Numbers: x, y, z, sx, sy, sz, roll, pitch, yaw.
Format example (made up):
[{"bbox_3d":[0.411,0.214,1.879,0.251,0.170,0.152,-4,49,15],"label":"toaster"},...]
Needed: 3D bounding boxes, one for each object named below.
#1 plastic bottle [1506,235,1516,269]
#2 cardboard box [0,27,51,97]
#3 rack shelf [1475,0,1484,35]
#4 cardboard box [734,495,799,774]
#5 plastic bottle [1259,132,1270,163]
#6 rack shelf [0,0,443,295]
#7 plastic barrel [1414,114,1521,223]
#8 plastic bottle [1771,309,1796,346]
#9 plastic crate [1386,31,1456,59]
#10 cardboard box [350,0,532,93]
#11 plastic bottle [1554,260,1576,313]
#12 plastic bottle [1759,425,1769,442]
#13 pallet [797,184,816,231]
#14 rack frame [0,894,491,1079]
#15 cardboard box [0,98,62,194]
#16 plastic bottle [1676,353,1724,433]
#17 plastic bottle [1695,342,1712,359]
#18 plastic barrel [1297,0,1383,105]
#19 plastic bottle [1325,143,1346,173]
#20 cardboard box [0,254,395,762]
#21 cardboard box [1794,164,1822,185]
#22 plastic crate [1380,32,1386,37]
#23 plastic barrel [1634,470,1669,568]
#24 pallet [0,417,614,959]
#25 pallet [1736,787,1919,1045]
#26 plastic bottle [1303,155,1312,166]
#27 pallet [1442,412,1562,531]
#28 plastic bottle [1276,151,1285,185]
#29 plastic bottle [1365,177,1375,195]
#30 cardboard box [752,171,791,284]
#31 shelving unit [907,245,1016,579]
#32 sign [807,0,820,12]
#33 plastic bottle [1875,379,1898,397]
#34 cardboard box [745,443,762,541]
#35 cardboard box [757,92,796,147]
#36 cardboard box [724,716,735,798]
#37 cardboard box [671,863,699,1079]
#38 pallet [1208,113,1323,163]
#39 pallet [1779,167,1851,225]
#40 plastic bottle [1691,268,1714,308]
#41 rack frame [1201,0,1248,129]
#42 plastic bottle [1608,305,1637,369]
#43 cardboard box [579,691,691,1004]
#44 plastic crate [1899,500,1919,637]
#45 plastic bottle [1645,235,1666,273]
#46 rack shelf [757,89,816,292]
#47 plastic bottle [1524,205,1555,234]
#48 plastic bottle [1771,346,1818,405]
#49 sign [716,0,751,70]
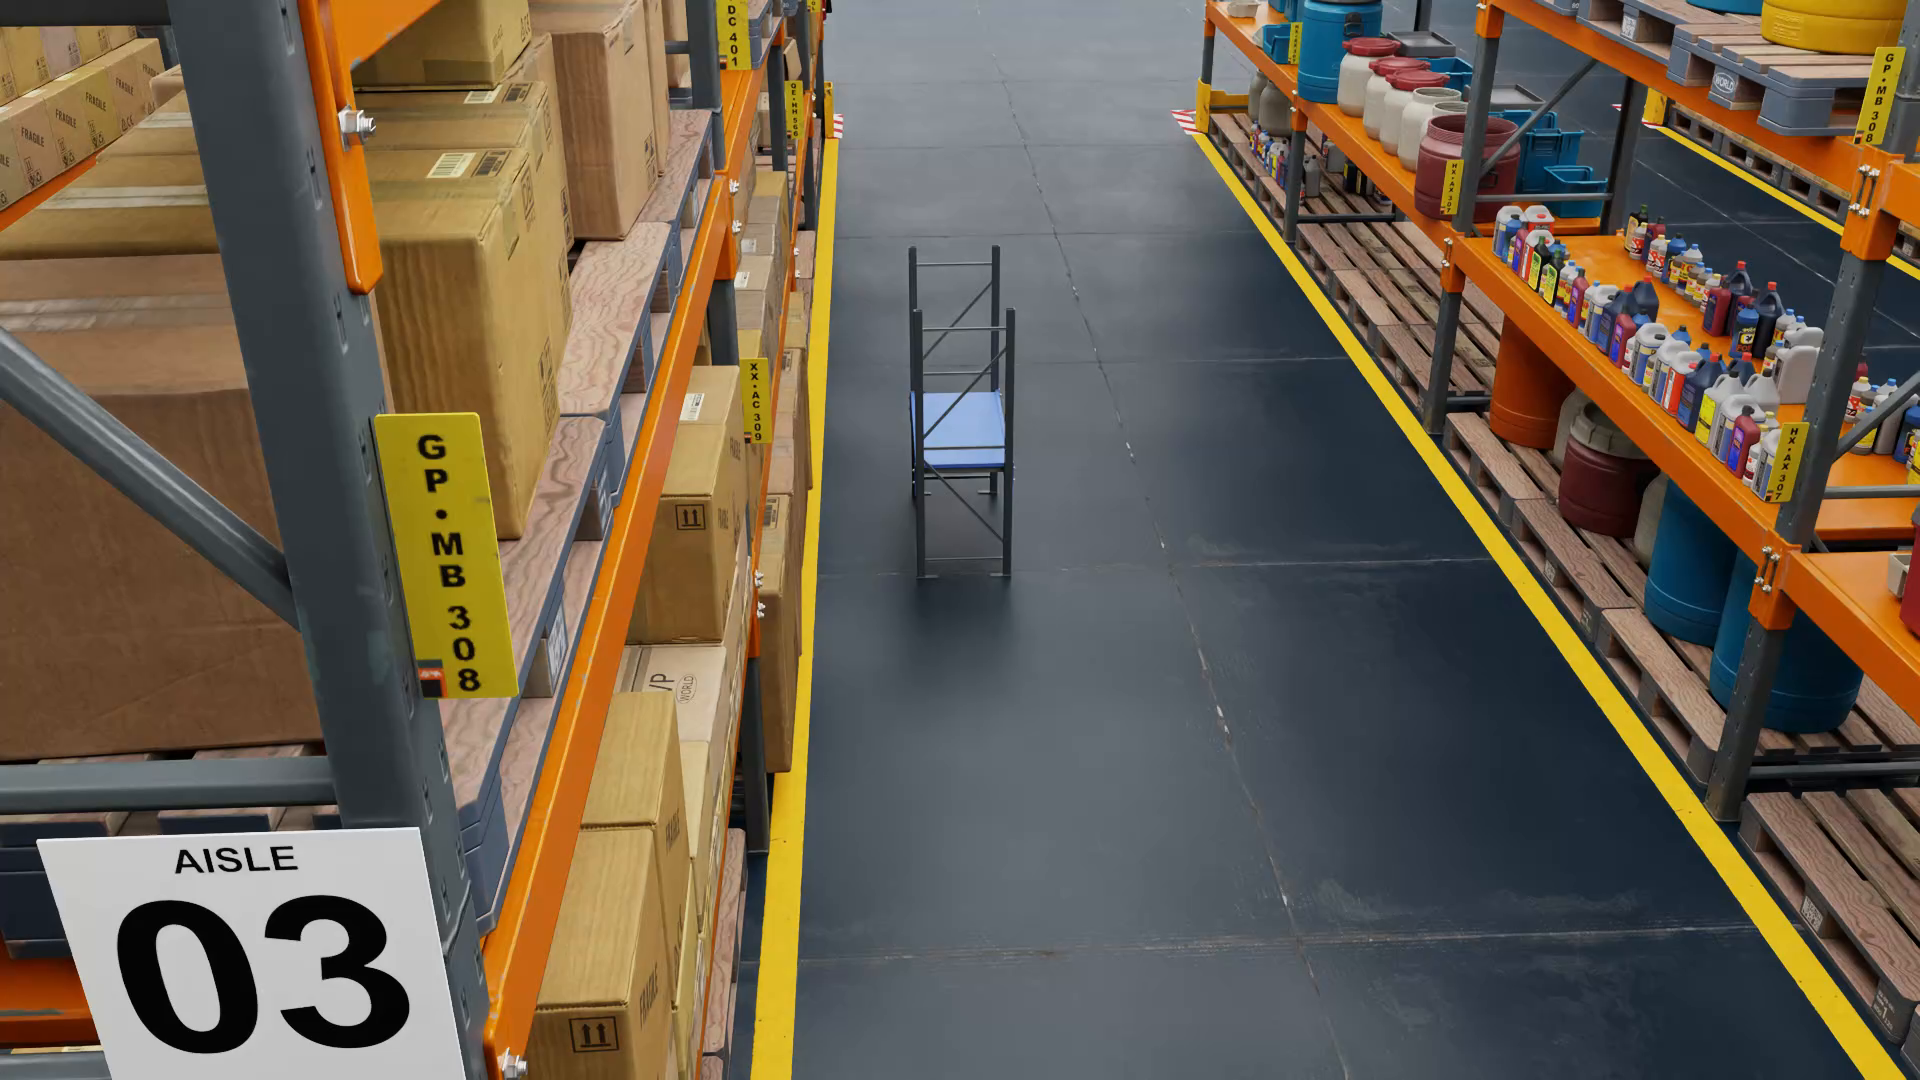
[{"bbox_3d":[3.139,-1.634,9.353,0.097,0.201,0.097,0,28,0],"label":"plastic bottle"},{"bbox_3d":[-6.546,-3.237,11.024,0.700,0.500,0.500,-2,28,-3],"label":"cardboard box"},{"bbox_3d":[3.351,-3.963,11.139,1.077,0.370,4.000,-1,28,-3],"label":"rack shelf"},{"bbox_3d":[-1.335,0.399,7.085,1.225,0.875,0.875,-1,28,-2],"label":"cardboard box"},{"bbox_3d":[2.844,-3.659,15.496,0.097,0.271,0.097,0,28,0],"label":"plastic bottle"},{"bbox_3d":[-1.177,-1.302,3.225,1.077,0.370,4.000,-1,28,-3],"label":"rack shelf"},{"bbox_3d":[3.129,-2.296,10.261,0.600,0.536,0.708,-1,28,-3],"label":"plastic barrel"},{"bbox_3d":[3.977,-0.981,8.026,0.097,0.271,0.097,0,28,0],"label":"plastic bottle"},{"bbox_3d":[3.578,-3.688,13.008,0.402,0.464,0.583,-1,28,-3],"label":"plastic crate"},{"bbox_3d":[-1.168,-1.085,3.361,0.500,0.250,0.500,-2,28,-4],"label":"cardboard box"},{"bbox_3d":[3.177,-1.328,8.691,0.097,0.271,0.097,0,28,0],"label":"plastic bottle"},{"bbox_3d":[3.341,-0.383,6.956,0.097,0.201,0.097,0,28,0],"label":"plastic bottle"},{"bbox_3d":[-1.770,-2.829,14.446,1.003,0.211,1.213,-1,28,-3],"label":"pallet"},{"bbox_3d":[-1.073,1.786,2.583,1.000,3.000,0.127,-1,28,-3],"label":"rack frame"},{"bbox_3d":[-6.258,-2.562,10.810,0.500,0.500,0.500,-1,28,-3],"label":"cardboard box"},{"bbox_3d":[3.280,-0.661,7.328,0.144,0.351,0.185,-1,28,-3],"label":"plastic bottle"},{"bbox_3d":[3.392,-0.774,7.629,0.097,0.271,0.097,0,28,0],"label":"plastic bottle"},{"bbox_3d":[2.964,-3.912,12.965,0.600,0.901,0.708,-1,28,-3],"label":"plastic barrel"},{"bbox_3d":[3.440,-3.514,15.214,0.152,0.276,0.135,-1,28,-3],"label":"plastic bottle"},{"bbox_3d":[-1.154,-0.058,2.204,0.700,0.500,0.500,-3,28,-6],"label":"cardboard box"},{"bbox_3d":[7.935,-3.401,15.046,0.500,0.250,0.500,-1,28,-3],"label":"cardboard box"},{"bbox_3d":[3.458,-4.415,14.701,0.450,0.188,0.662,-1,28,-3],"label":"plastic crate"},{"bbox_3d":[3.676,-0.106,8.446,0.421,0.512,0.421,0,28,0],"label":"plastic barrel"},{"bbox_3d":[-1.122,0.153,2.566,1.003,0.211,1.213,-1,28,-3],"label":"pallet"},{"bbox_3d":[3.742,1.394,6.349,1.003,0.211,1.213,-1,28,-3],"label":"pallet"},{"bbox_3d":[3.062,-3.257,14.721,0.152,0.276,0.135,-1,28,-3],"label":"plastic bottle"},{"bbox_3d":[3.538,-0.429,9.844,1.003,0.211,1.213,-1,28,-3],"label":"pallet"},{"bbox_3d":[2.865,-3.320,14.833,0.061,0.283,0.133,0,28,1],"label":"plastic bottle"},{"bbox_3d":[3.624,-3.170,14.553,0.152,0.276,0.135,0,28,-1],"label":"plastic bottle"},{"bbox_3d":[-1.217,-1.731,9.218,0.500,0.500,0.500,-1,28,-1],"label":"cardboard box"},{"bbox_3d":[-0.004,-0.704,8.979,0.538,1.500,1.048,-1,28,-3],"label":"shelving unit"},{"bbox_3d":[-1.145,-4.285,12.969,0.100,0.325,0.005,-1,28,-3],"label":"sign"},{"bbox_3d":[4.023,-0.570,7.239,0.097,0.271,0.097,0,28,0],"label":"plastic bottle"},{"bbox_3d":[-1.056,-0.324,6.520,0.500,0.500,0.500,-1,28,-2],"label":"cardboard box"},{"bbox_3d":[-1.348,-2.808,11.099,0.500,0.250,0.500,-2,28,-4],"label":"cardboard box"},{"bbox_3d":[-0.884,0.658,5.017,0.380,0.149,0.250,-1,28,-2],"label":"cardboard box"},{"bbox_3d":[-0.885,1.020,3.891,0.500,0.250,0.500,-2,28,-4],"label":"cardboard box"},{"bbox_3d":[3.126,-4.077,16.839,1.003,0.211,1.213,-1,28,-3],"label":"pallet"},{"bbox_3d":[8.194,-3.126,15.014,1.003,0.211,1.213,-1,28,-3],"label":"pallet"},{"bbox_3d":[3.933,-1.334,8.779,0.097,0.201,0.097,0,28,0],"label":"plastic bottle"},{"bbox_3d":[3.038,-5.723,16.979,1.000,3.000,0.127,-1,28,-3],"label":"rack frame"},{"bbox_3d":[3.199,-0.980,8.012,0.061,0.283,0.133,-1,28,-3],"label":"plastic bottle"},{"bbox_3d":[-0.887,0.690,3.714,0.500,0.500,0.500,-2,28,-4],"label":"cardboard box"},{"bbox_3d":[3.461,0.182,5.523,0.402,0.464,0.583,-1,28,-3],"label":"plastic crate"},{"bbox_3d":[3.903,-1.604,9.296,0.097,0.201,0.097,0,28,0],"label":"plastic bottle"},{"bbox_3d":[-1.595,-2.514,11.604,1.077,0.370,4.000,-1,28,-3],"label":"rack shelf"},{"bbox_3d":[3.307,-1.770,9.533,0.152,0.276,0.135,-1,28,-3],"label":"plastic bottle"},{"bbox_3d":[3.821,-0.773,7.623,0.152,0.276,0.135,-1,28,-3],"label":"plastic bottle"},{"bbox_3d":[-0.728,-1.670,5.320,0.100,0.325,0.005,-1,28,-3],"label":"sign"}]
